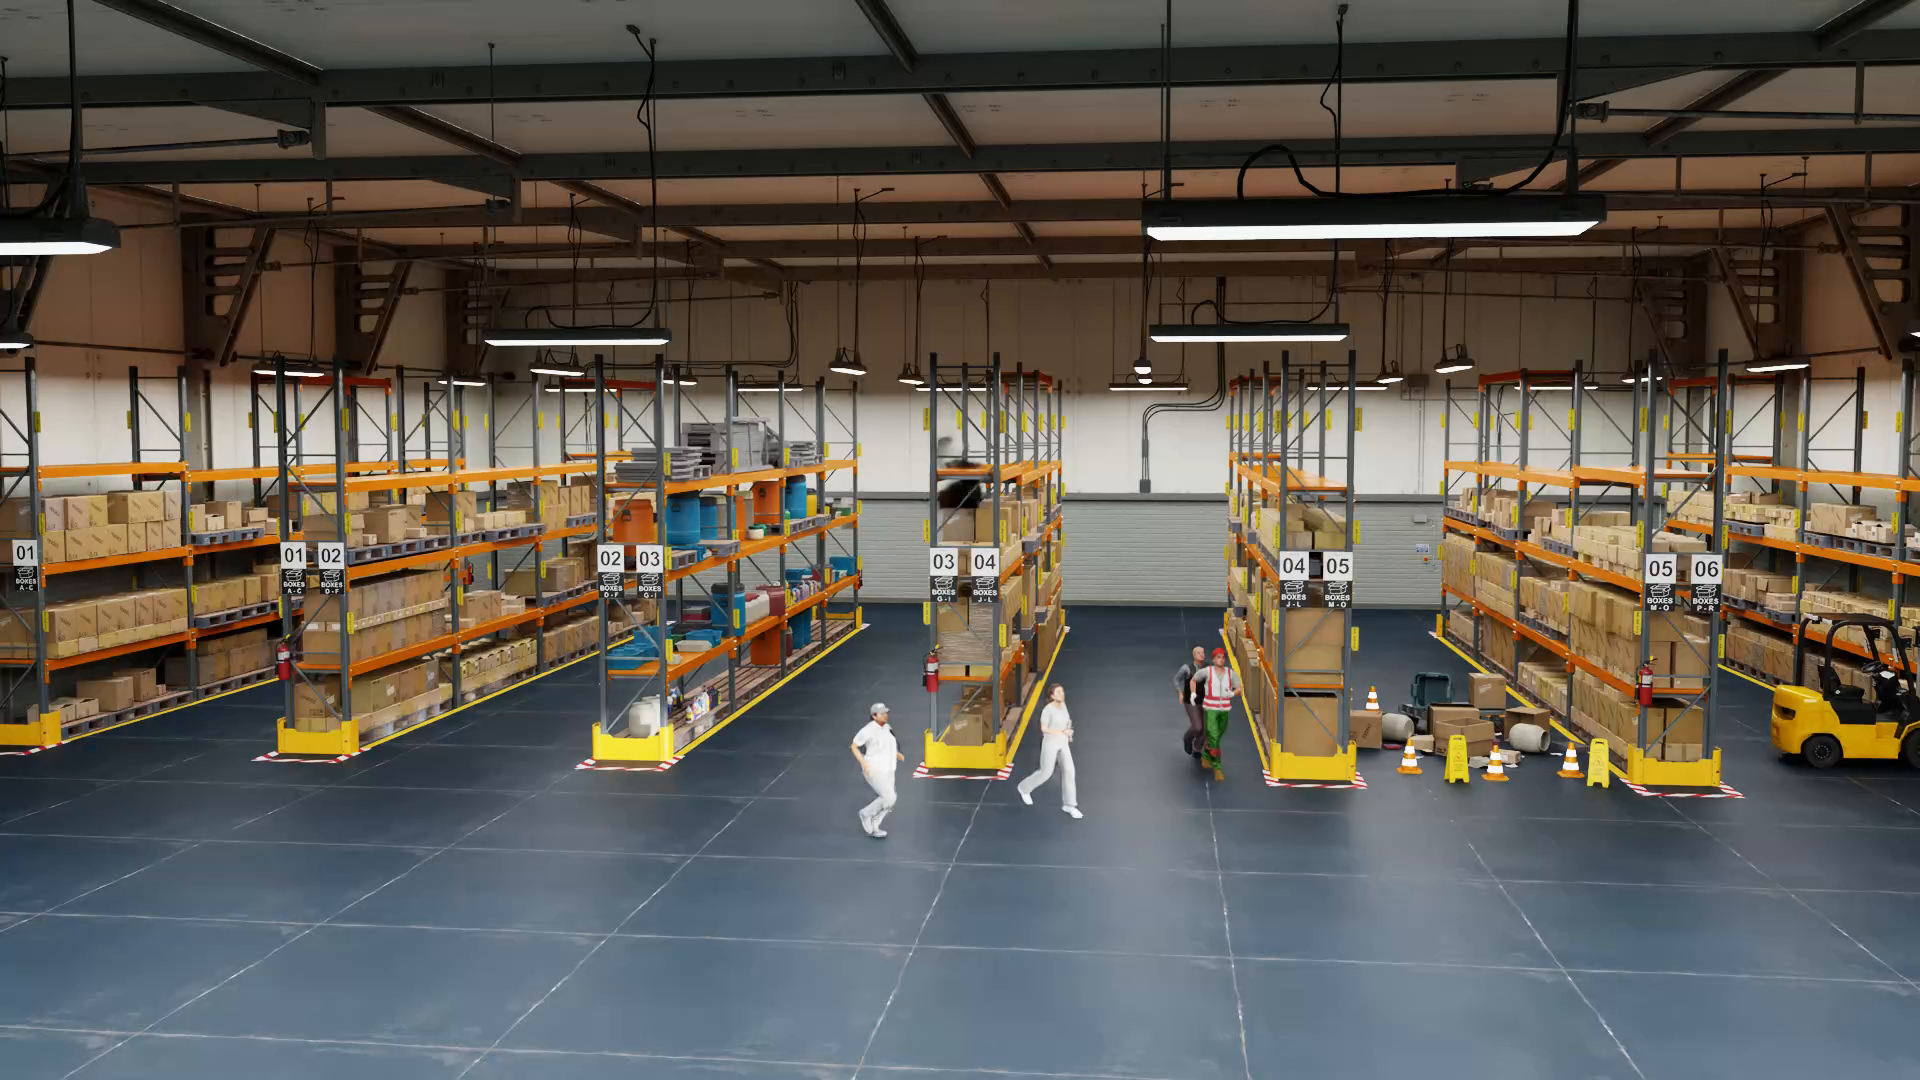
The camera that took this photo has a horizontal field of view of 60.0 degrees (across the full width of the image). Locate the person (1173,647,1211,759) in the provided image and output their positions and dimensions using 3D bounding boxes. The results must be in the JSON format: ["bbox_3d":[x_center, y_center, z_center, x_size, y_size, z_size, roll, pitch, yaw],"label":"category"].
[{"bbox_3d":[3.537,2.422,24.583,0.649,1.679,0.572,-1,4,-14],"label":"person"}]

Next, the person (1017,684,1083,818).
[{"bbox_3d":[1.185,2.662,21.302,0.577,1.682,0.967,-4,6,-43],"label":"person"}]

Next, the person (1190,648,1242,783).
[{"bbox_3d":[3.645,2.435,23.542,0.738,1.820,0.899,-1,4,-16],"label":"person"}]

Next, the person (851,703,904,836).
[{"bbox_3d":[-0.930,2.770,19.990,0.559,1.619,0.593,3,5,33],"label":"person"}]

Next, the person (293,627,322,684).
[{"bbox_3d":[-11.244,2.112,28.760,0.709,1.737,0.605,0,4,-7],"label":"person"}]
